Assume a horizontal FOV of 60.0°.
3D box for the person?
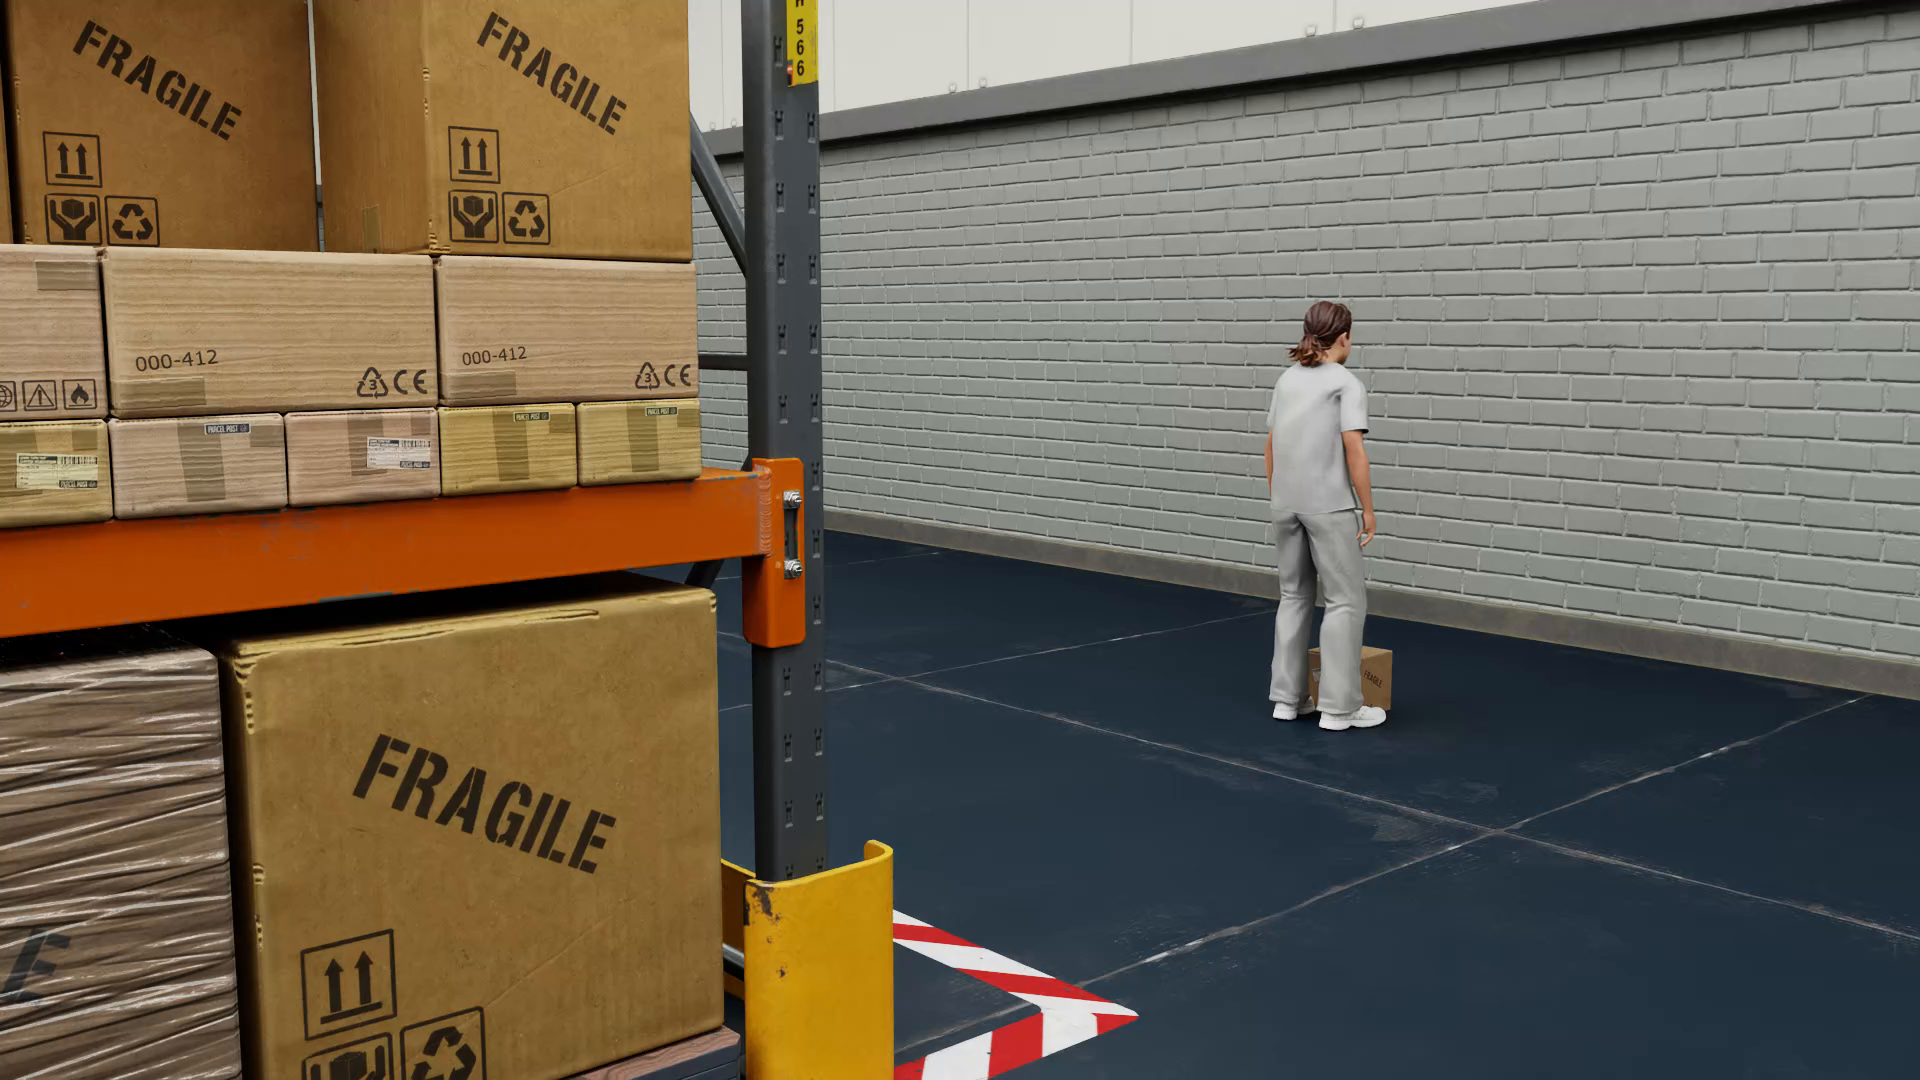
[{"bbox_3d":[1.424,-0.106,6.594,0.354,1.673,0.490,-7,10,-41],"label":"person"}]
